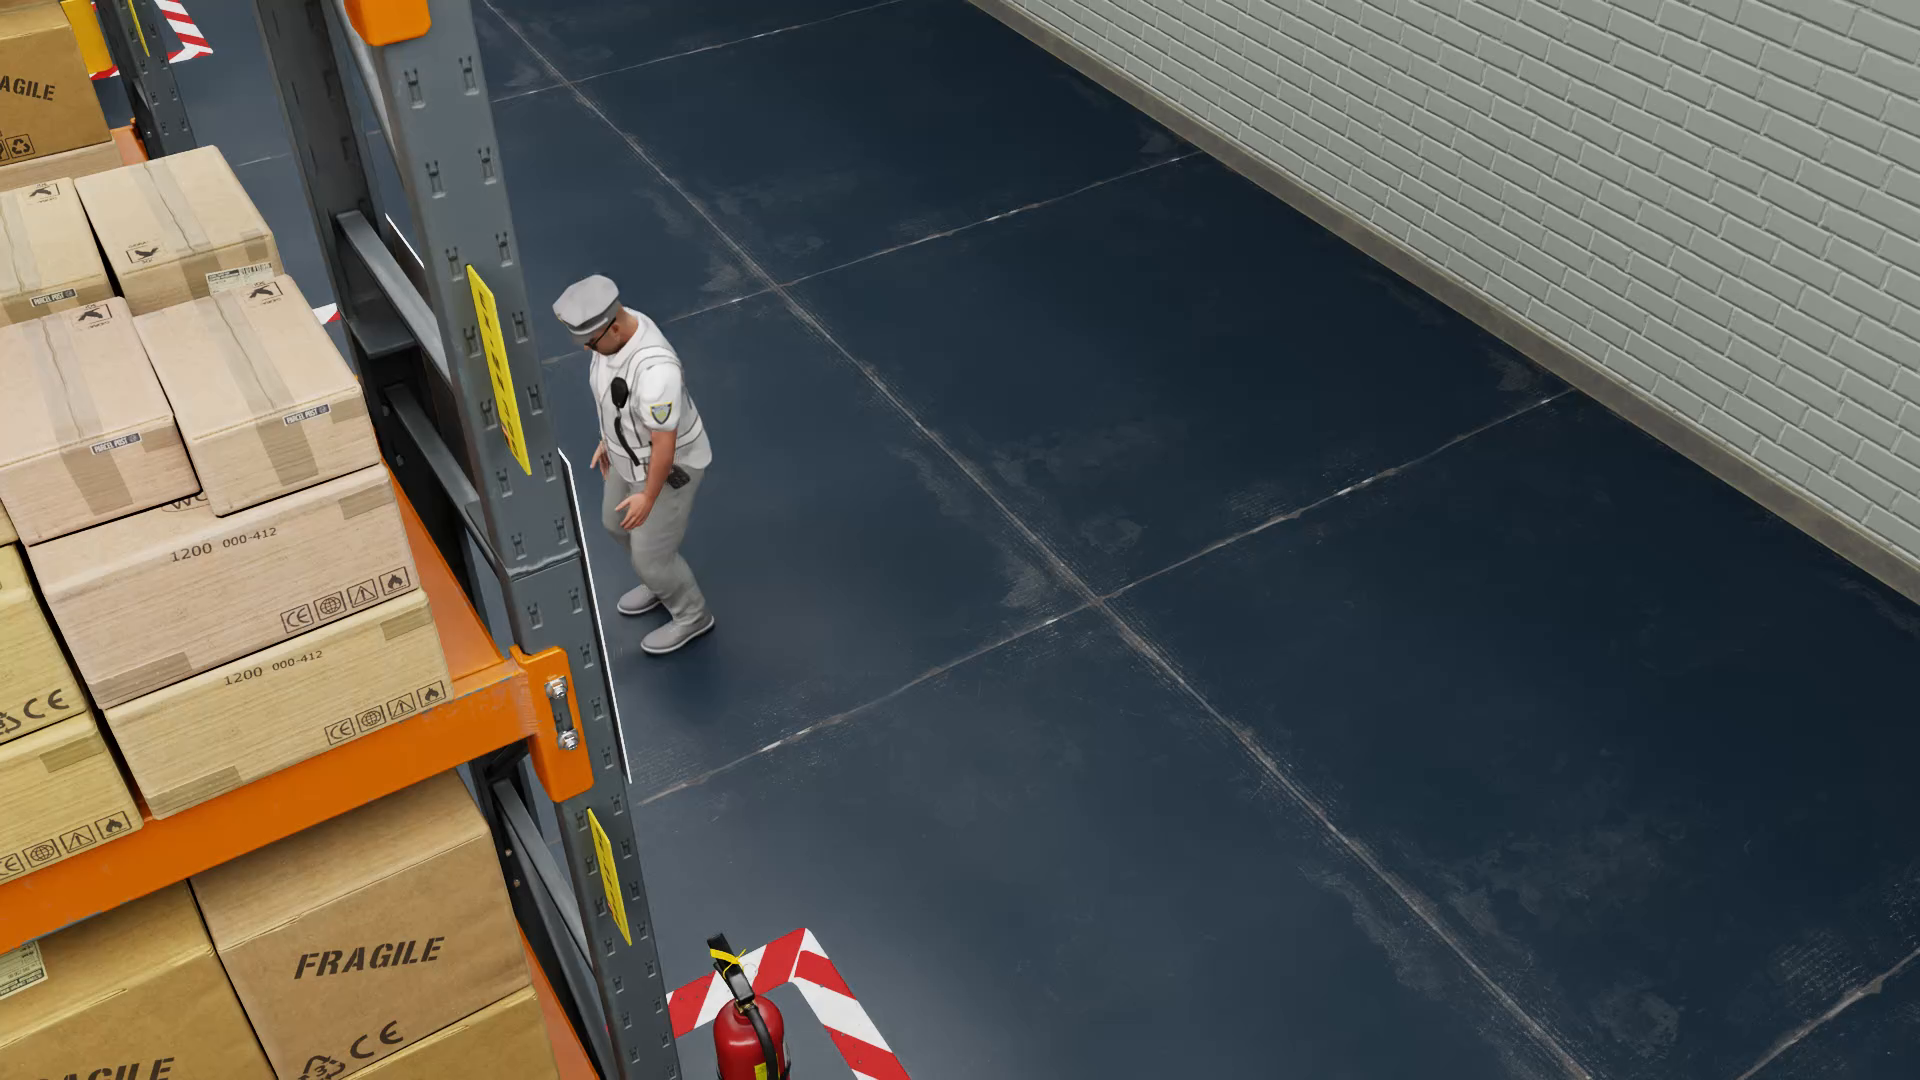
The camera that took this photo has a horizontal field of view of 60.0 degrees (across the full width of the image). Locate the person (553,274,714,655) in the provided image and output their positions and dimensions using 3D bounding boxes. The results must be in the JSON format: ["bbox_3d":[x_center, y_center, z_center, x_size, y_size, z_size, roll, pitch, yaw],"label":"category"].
[{"bbox_3d":[-1.234,-0.295,6.547,0.496,1.701,0.557,-21,45,-23],"label":"person"}]
